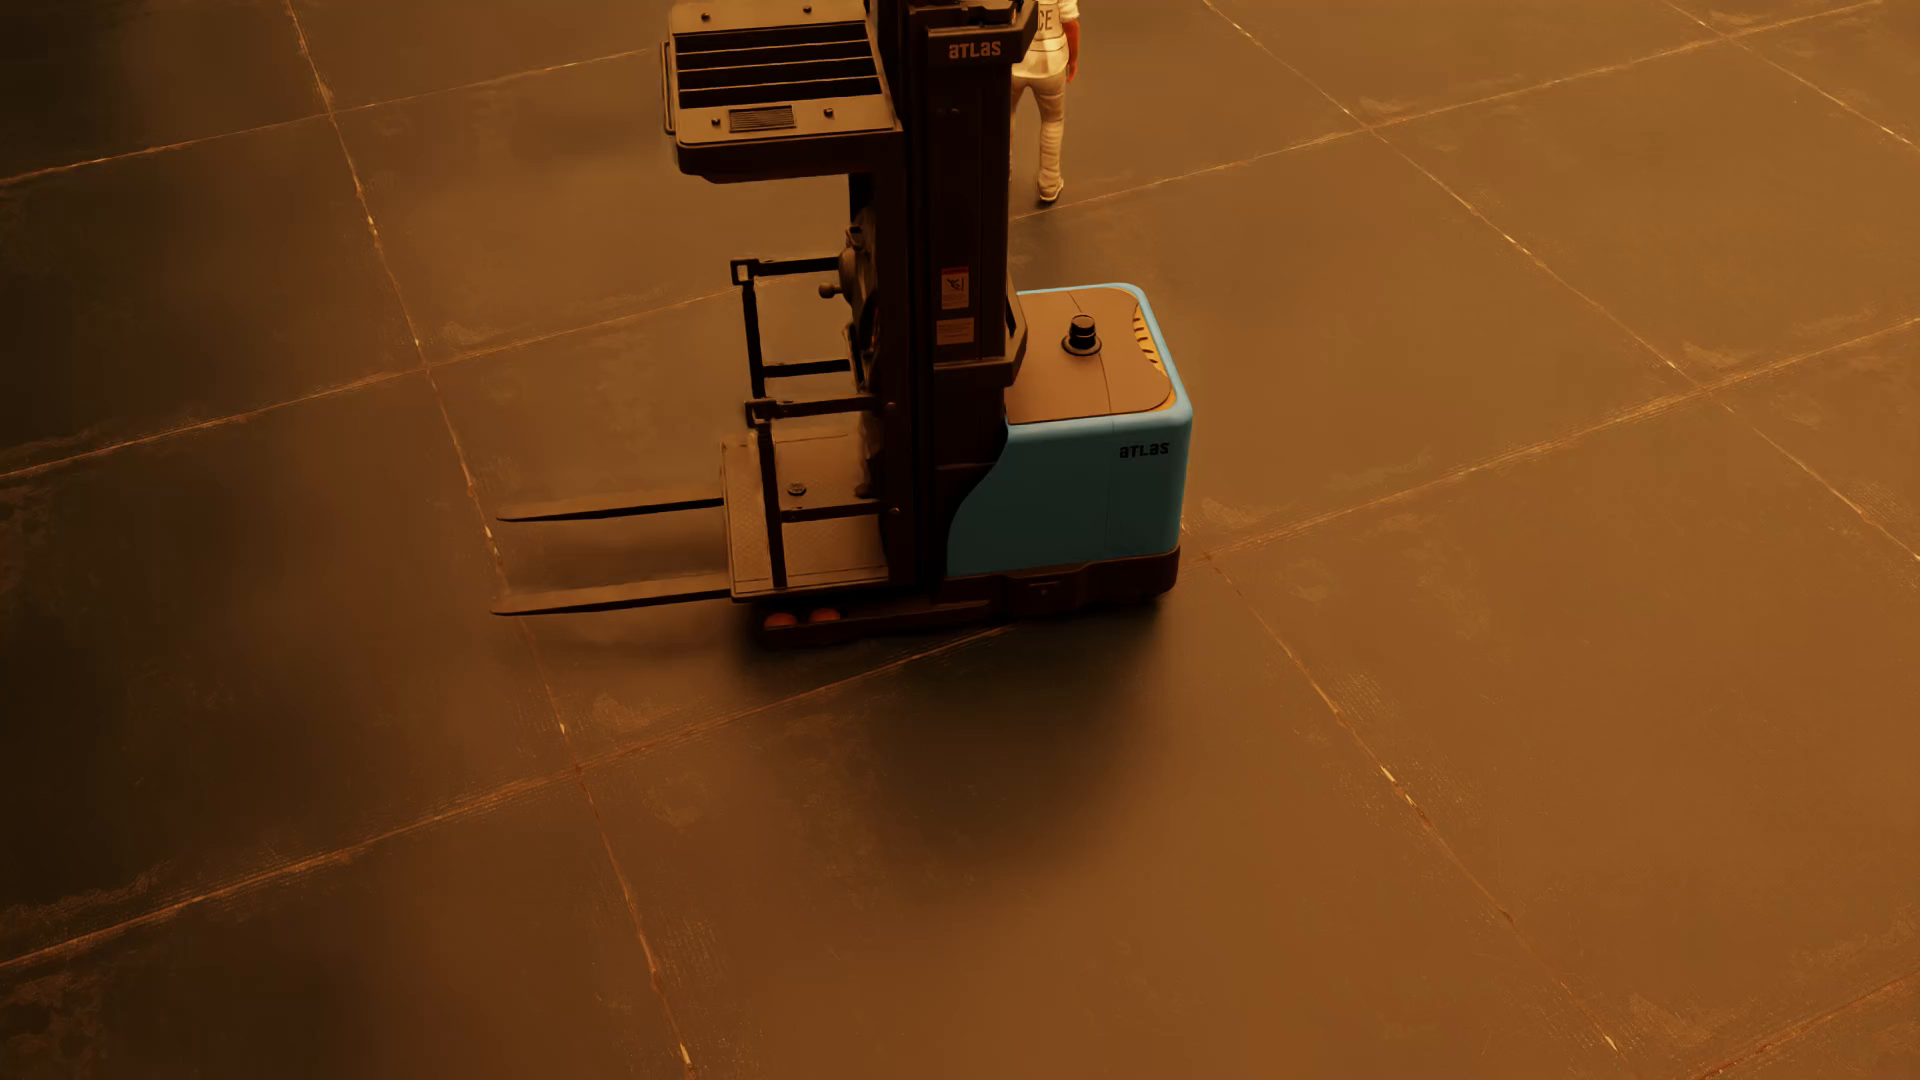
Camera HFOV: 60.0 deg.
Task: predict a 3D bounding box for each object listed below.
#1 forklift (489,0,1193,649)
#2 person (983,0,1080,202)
[{"bbox_3d":[-0.584,-0.980,6.730,3.031,2.935,1.130,-6,43,-7],"label":"forklift"},{"bbox_3d":[0.409,-2.756,9.585,0.552,1.682,0.465,6,43,7],"label":"person"}]
